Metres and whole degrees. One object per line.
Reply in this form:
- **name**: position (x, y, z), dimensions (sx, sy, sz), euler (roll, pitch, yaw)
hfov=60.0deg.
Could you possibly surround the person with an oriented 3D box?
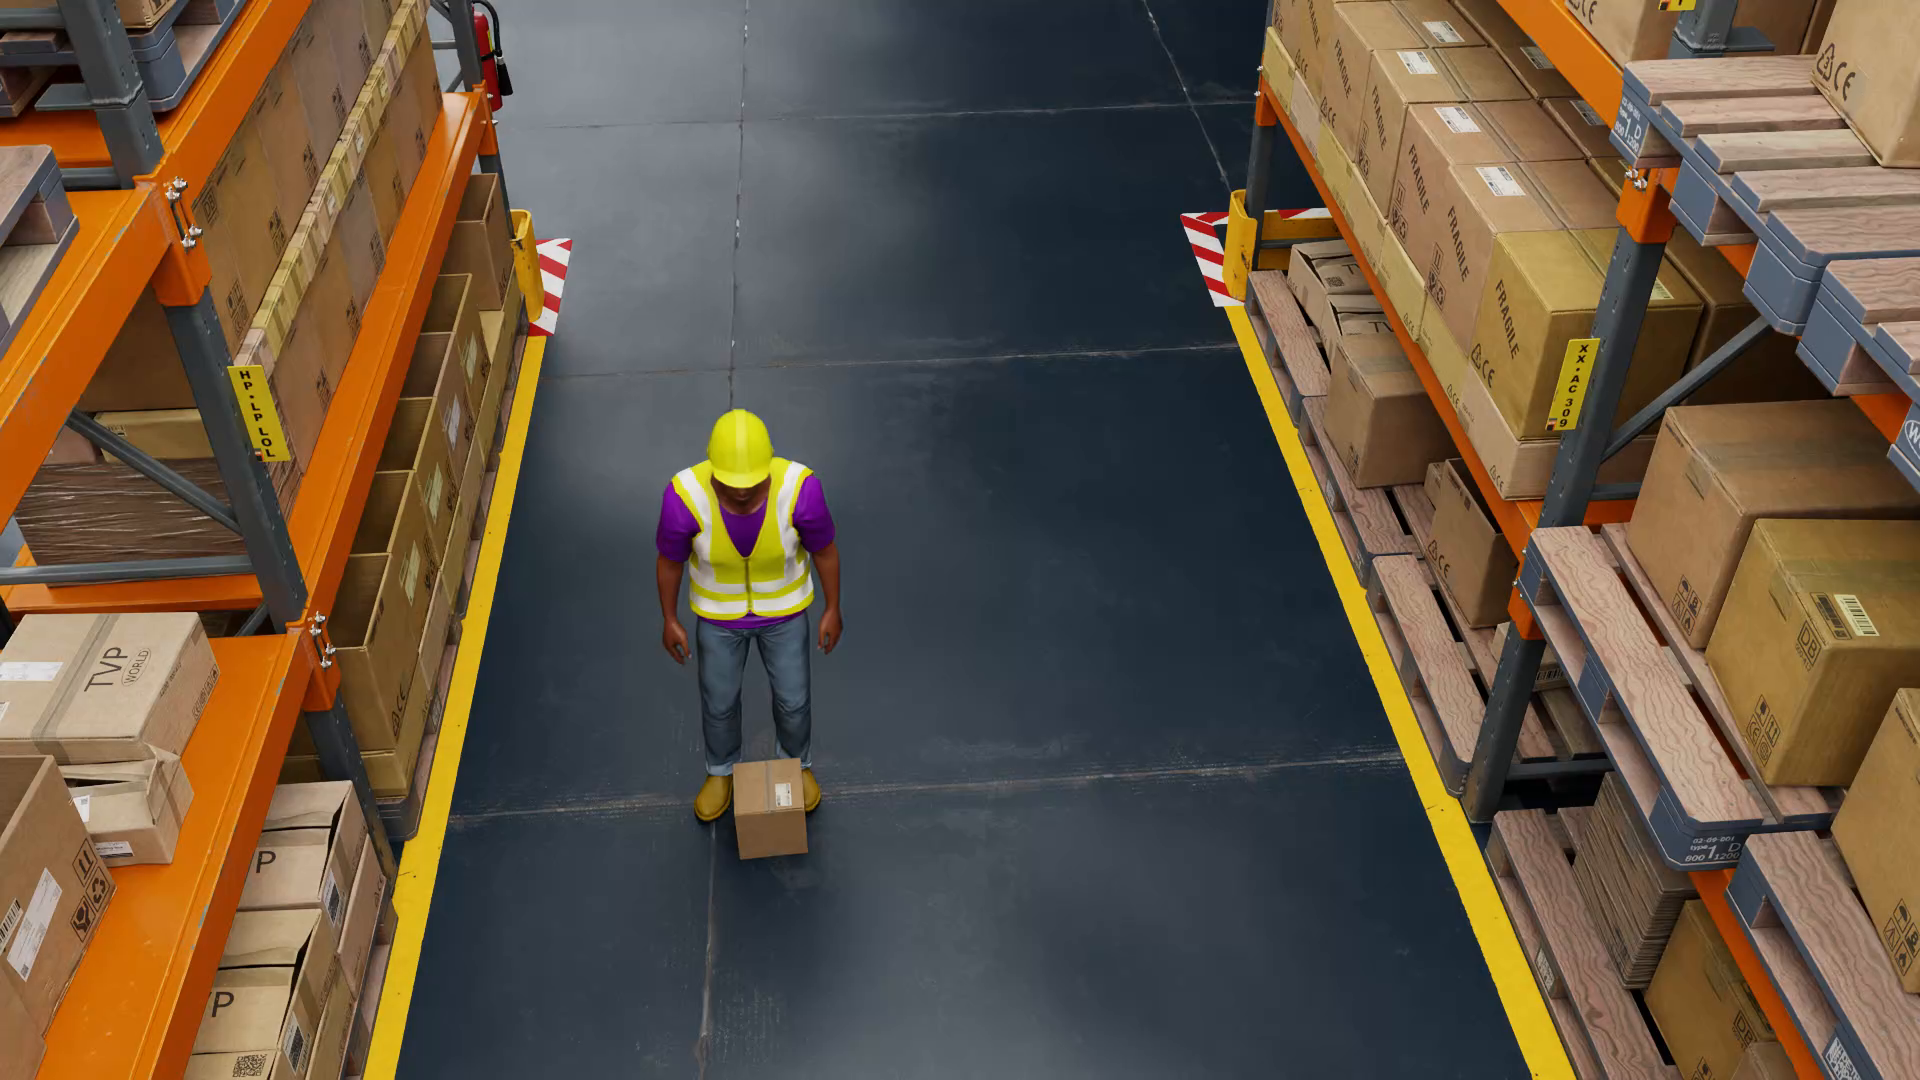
- **person**: position (-0.728, 0.264, 5.815), dimensions (0.635, 1.757, 0.463), euler (-4, 39, -5)
